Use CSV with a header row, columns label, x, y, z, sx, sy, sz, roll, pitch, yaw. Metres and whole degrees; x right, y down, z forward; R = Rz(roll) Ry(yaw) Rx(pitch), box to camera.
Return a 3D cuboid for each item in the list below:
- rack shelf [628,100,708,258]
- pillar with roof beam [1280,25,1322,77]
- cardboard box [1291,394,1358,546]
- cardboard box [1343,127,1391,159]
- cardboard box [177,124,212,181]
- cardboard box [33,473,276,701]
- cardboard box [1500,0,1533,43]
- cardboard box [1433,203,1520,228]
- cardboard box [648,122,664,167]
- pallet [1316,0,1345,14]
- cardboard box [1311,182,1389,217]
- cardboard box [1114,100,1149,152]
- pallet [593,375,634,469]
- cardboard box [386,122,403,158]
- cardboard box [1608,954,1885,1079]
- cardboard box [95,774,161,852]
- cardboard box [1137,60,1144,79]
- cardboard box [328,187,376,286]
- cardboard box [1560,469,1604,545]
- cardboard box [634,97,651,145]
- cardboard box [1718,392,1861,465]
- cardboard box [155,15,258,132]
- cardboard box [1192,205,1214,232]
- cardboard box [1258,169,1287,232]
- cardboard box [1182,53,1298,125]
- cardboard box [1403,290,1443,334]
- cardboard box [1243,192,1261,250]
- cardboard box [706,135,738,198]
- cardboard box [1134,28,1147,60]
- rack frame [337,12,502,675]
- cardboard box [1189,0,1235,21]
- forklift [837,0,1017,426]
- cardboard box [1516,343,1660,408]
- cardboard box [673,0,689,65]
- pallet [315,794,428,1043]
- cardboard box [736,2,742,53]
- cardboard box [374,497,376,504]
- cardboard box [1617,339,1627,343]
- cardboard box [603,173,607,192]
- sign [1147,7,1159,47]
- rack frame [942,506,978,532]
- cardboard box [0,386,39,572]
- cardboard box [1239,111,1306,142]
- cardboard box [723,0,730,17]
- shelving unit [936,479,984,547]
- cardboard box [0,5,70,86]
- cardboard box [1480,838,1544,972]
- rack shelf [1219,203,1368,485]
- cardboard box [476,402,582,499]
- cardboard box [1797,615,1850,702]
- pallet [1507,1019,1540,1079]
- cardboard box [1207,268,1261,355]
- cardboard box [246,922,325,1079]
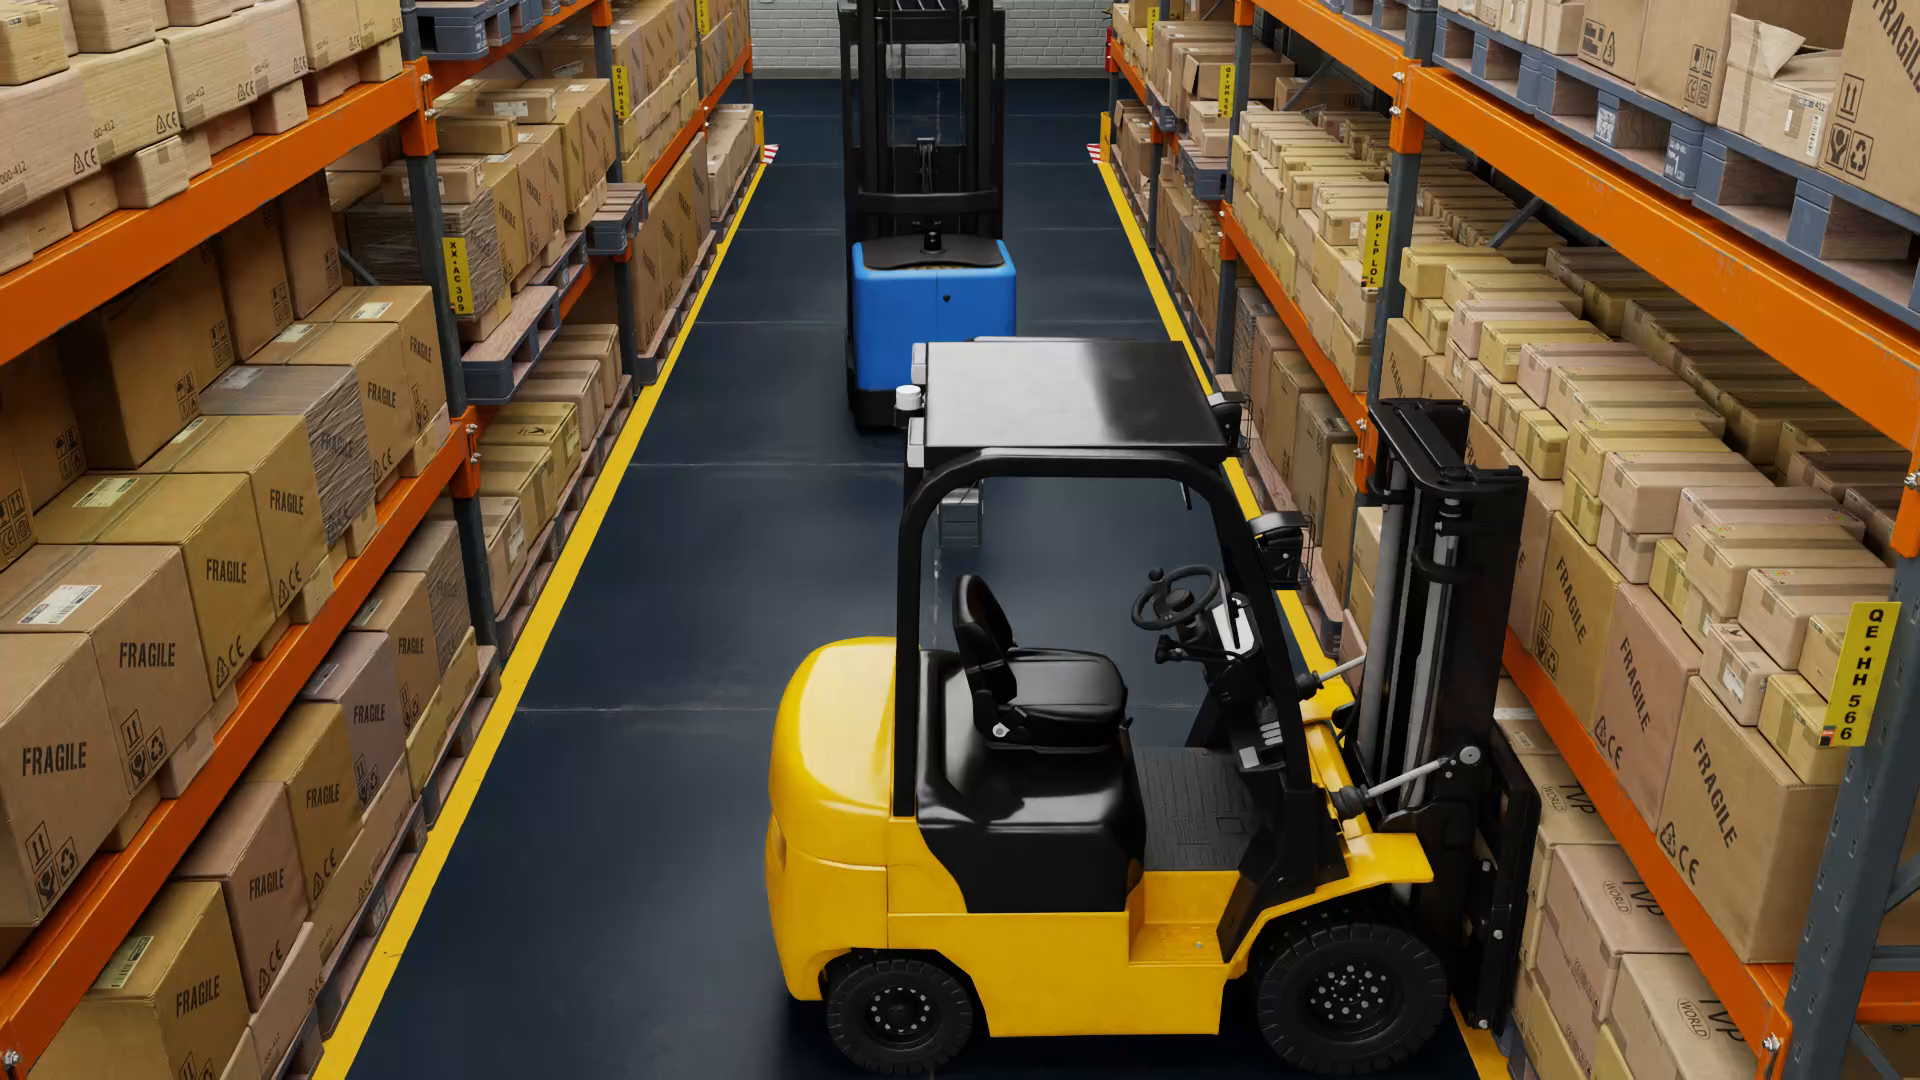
label,x,y,z,sx,sy,sz,roll,pitch,yaw
rack shelf,-2.732,-2.860,12.806,1.077,0.370,4.000,0,24,-1
pillar with roof beam,-1.202,-7.040,13.897,9.100,9.000,0.400,0,24,-1
cardboard box,2.279,-0.383,8.829,0.875,0.625,0.625,0,24,-1
cardboard box,2.515,-2.381,9.965,0.380,0.149,0.250,0,24,-1
cardboard box,-2.363,-1.098,4.702,0.380,0.149,0.250,-1,24,-2
cardboard box,-2.366,0.132,4.835,0.500,0.500,0.500,-1,24,-2
cardboard box,2.006,-1.725,5.458,0.380,0.149,0.250,0,24,1
cardboard box,2.532,-1.545,8.117,0.380,0.149,0.250,0,24,-1
cardboard box,-2.487,-2.925,12.260,0.500,0.250,0.500,1,24,1
pallet,2.365,-2.928,8.672,1.003,0.211,1.213,1,24,2
cardboard box,2.028,-1.746,8.562,0.380,0.149,0.250,0,24,0
cardboard box,2.078,-4.485,18.046,0.797,0.503,0.637,-1,24,-3
pallet,-2.703,-0.771,10.698,1.003,0.211,1.213,0,24,-1
cardboard box,-2.944,-1.969,8.184,0.380,0.149,0.250,-1,24,-3
cardboard box,2.024,1.327,4.290,0.500,0.250,0.500,1,24,1
cardboard box,-2.358,0.693,4.382,0.380,0.149,0.250,-1,24,-2
cardboard box,1.895,-4.479,15.817,0.380,0.149,0.250,-1,24,-1
cardboard box,-2.901,-1.277,7.441,0.500,0.500,0.500,-1,24,-2
cardboard box,2.018,-0.102,4.927,0.380,0.149,0.250,0,24,0
cardboard box,-2.473,-2.946,11.698,0.500,0.250,0.500,0,24,1
cardboard box,2.562,-0.344,5.101,0.380,0.149,0.250,0,24,0
cardboard box,-2.374,-1.341,4.755,0.500,0.250,0.500,0,24,1
cardboard box,2.008,-2.484,12.839,0.380,0.149,0.250,-1,24,-3
cardboard box,2.006,-1.940,9.476,0.500,0.250,0.500,-1,24,-2
cardboard box,2.050,-3.297,12.265,0.797,0.503,0.637,-1,24,-2
cardboard box,2.037,-0.947,6.796,0.380,0.149,0.250,-1,24,-1
cardboard box,2.014,-1.928,10.054,0.500,0.250,0.500,-1,24,-2
cardboard box,-2.664,-3.663,16.310,0.875,0.438,0.875,-1,24,-2
cardboard box,1.948,-4.723,15.874,0.500,0.250,0.500,0,24,-1
rack frame,-2.667,-0.715,7.191,1.000,3.000,0.127,0,24,-1
cardboard box,2.459,-5.059,15.707,0.500,0.500,0.500,-1,24,-2
forklift,-0.269,-2.640,11.529,1.130,2.935,3.031,-2,24,-4
cardboard box,2.097,-0.552,5.562,0.380,0.149,0.250,0,24,-1
cardboard box,-2.485,-4.116,13.377,0.500,0.500,0.500,0,24,0
pallet,-2.608,1.336,6.040,1.003,0.211,1.213,0,24,-1
cardboard box,-2.537,-5.301,17.209,0.500,0.500,0.500,-1,24,-2
cardboard box,-2.435,-0.156,6.260,0.380,0.149,0.250,-1,24,-1
cardboard box,2.630,-0.630,6.094,0.380,0.149,0.250,0,24,0
cardboard box,-2.396,-2.196,10.261,0.380,0.149,0.250,0,24,0
sign,1.667,-4.424,14.341,0.100,0.325,0.005,0,24,-1
rack frame,-0.001,-0.455,9.165,0.240,0.900,0.006,0,24,-1
cardboard box,-2.845,-0.121,4.183,0.700,0.500,0.500,0,24,0
cardboard box,1.962,-2.596,10.440,0.380,0.149,0.250,0,24,1
cardboard box,-2.513,-5.337,16.076,0.500,0.500,0.500,0,24,-1
shelving unit,0.000,-0.413,9.072,0.258,0.900,0.210,0,24,-1
cardboard box,-2.311,-1.140,3.829,0.380,0.149,0.250,0,24,-1
cardboard box,2.001,1.125,5.344,0.500,0.250,0.500,-1,24,-2
rack shelf,2.275,-1.235,9.214,1.077,0.370,4.000,0,24,-1
cardboard box,-2.695,-0.508,9.412,0.950,0.372,0.625,1,24,1
cardboard box,2.126,0.286,3.708,0.380,0.149,0.250,0,24,0
pallet,2.290,1.865,4.870,1.003,0.211,1.213,0,24,-1
cardboard box,2.034,-1.613,11.700,0.500,0.500,0.500,0,24,1
cardboard box,-2.353,1.451,5.229,0.500,0.250,0.500,1,24,1
